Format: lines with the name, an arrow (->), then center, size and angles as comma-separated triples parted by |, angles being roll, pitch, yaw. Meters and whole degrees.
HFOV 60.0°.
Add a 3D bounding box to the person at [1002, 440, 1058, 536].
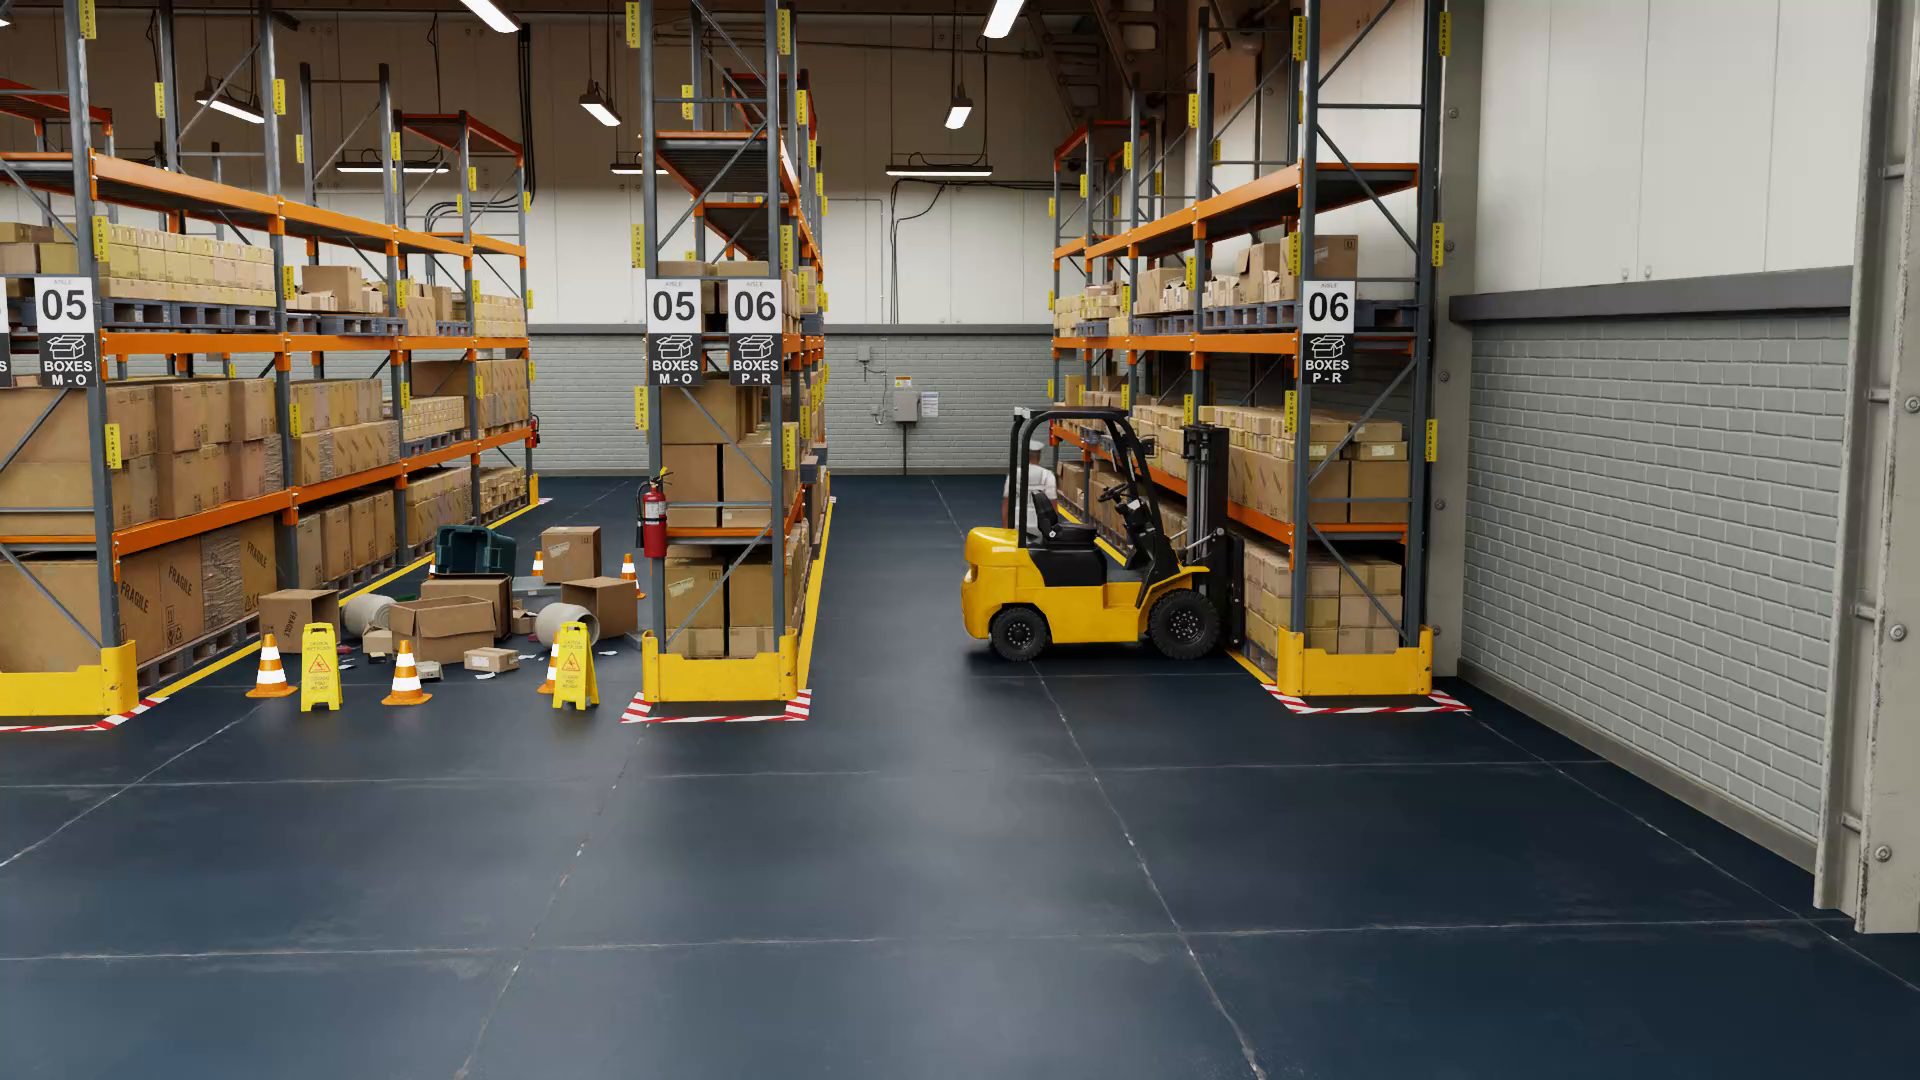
person -> 0.673, -0.129, 16.682 | 0.714, 1.729, 0.844 | 2, 7, 18
